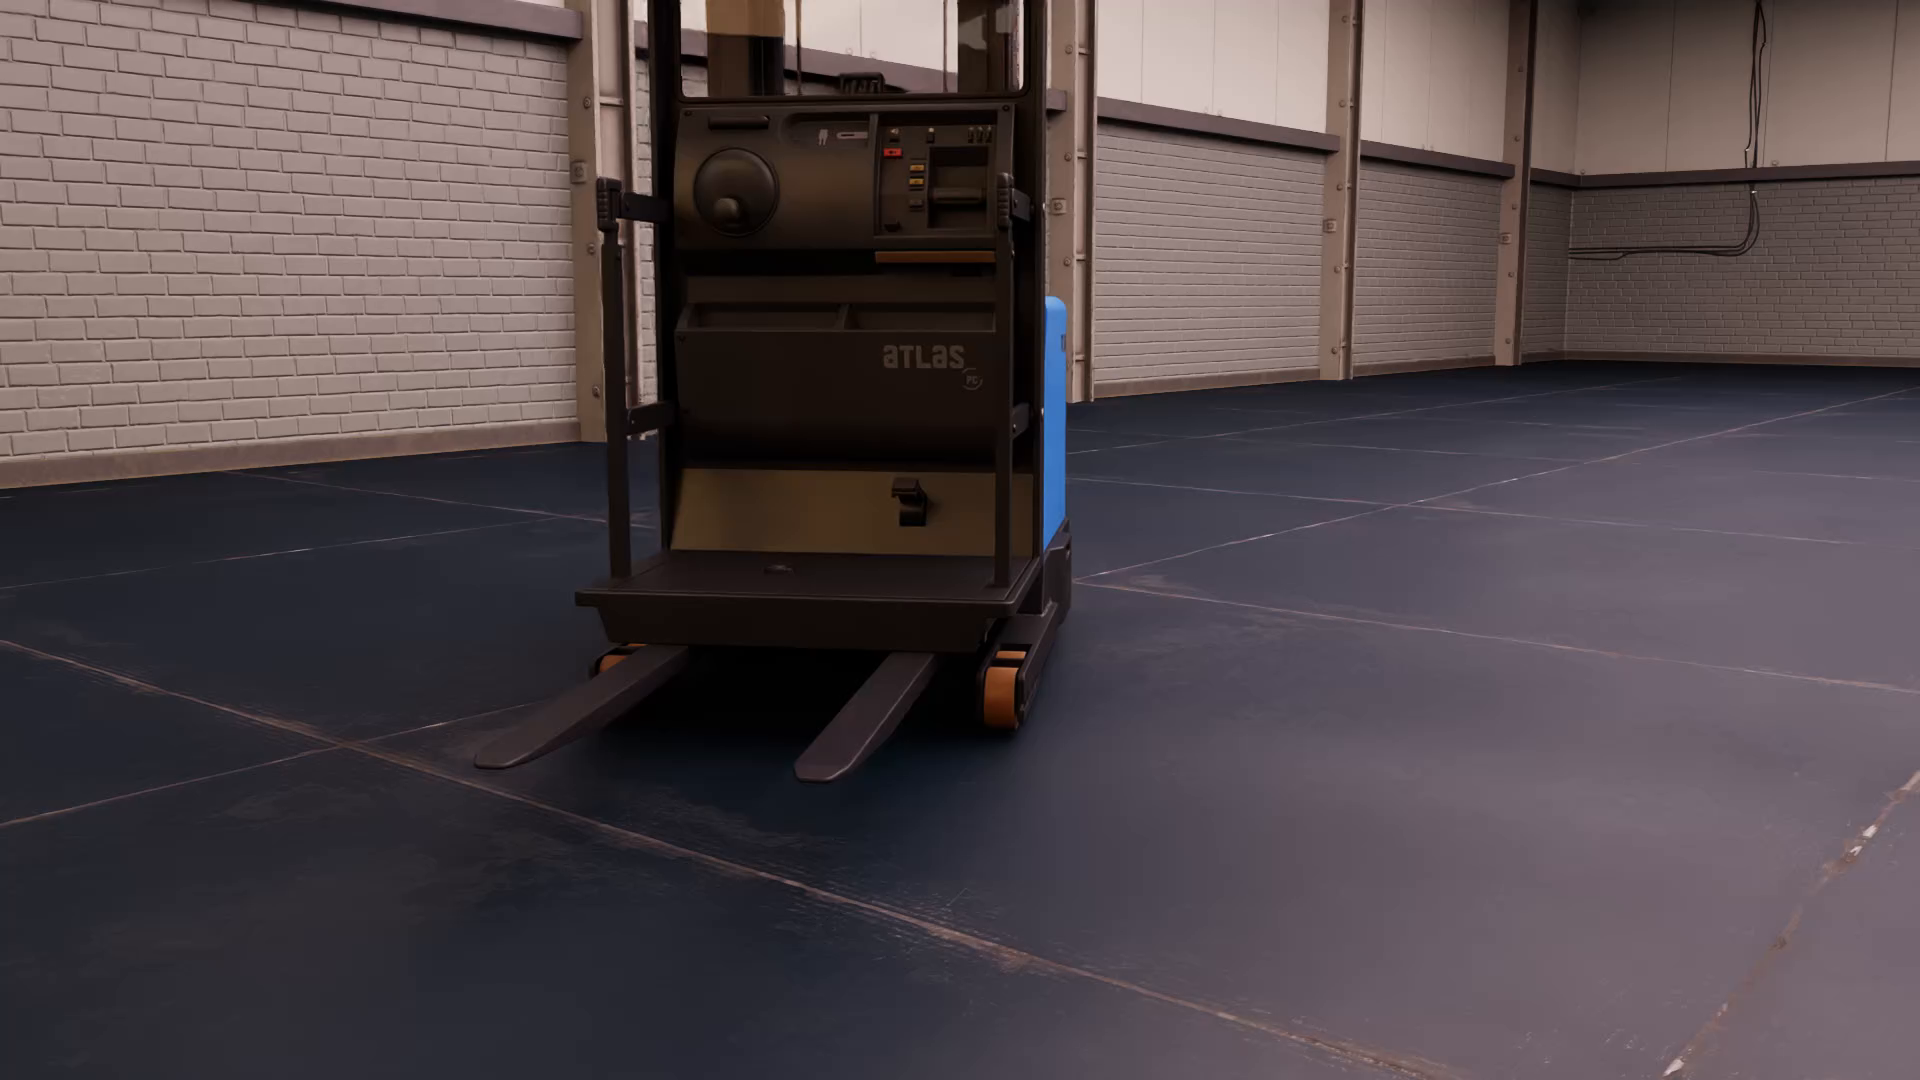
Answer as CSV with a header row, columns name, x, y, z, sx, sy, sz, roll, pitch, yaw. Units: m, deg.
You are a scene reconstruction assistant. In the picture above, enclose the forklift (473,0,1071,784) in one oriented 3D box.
name,x,y,z,sx,sy,sz,roll,pitch,yaw
forklift,-0.344,-1.027,4.300,1.130,2.935,3.031,1,8,8
